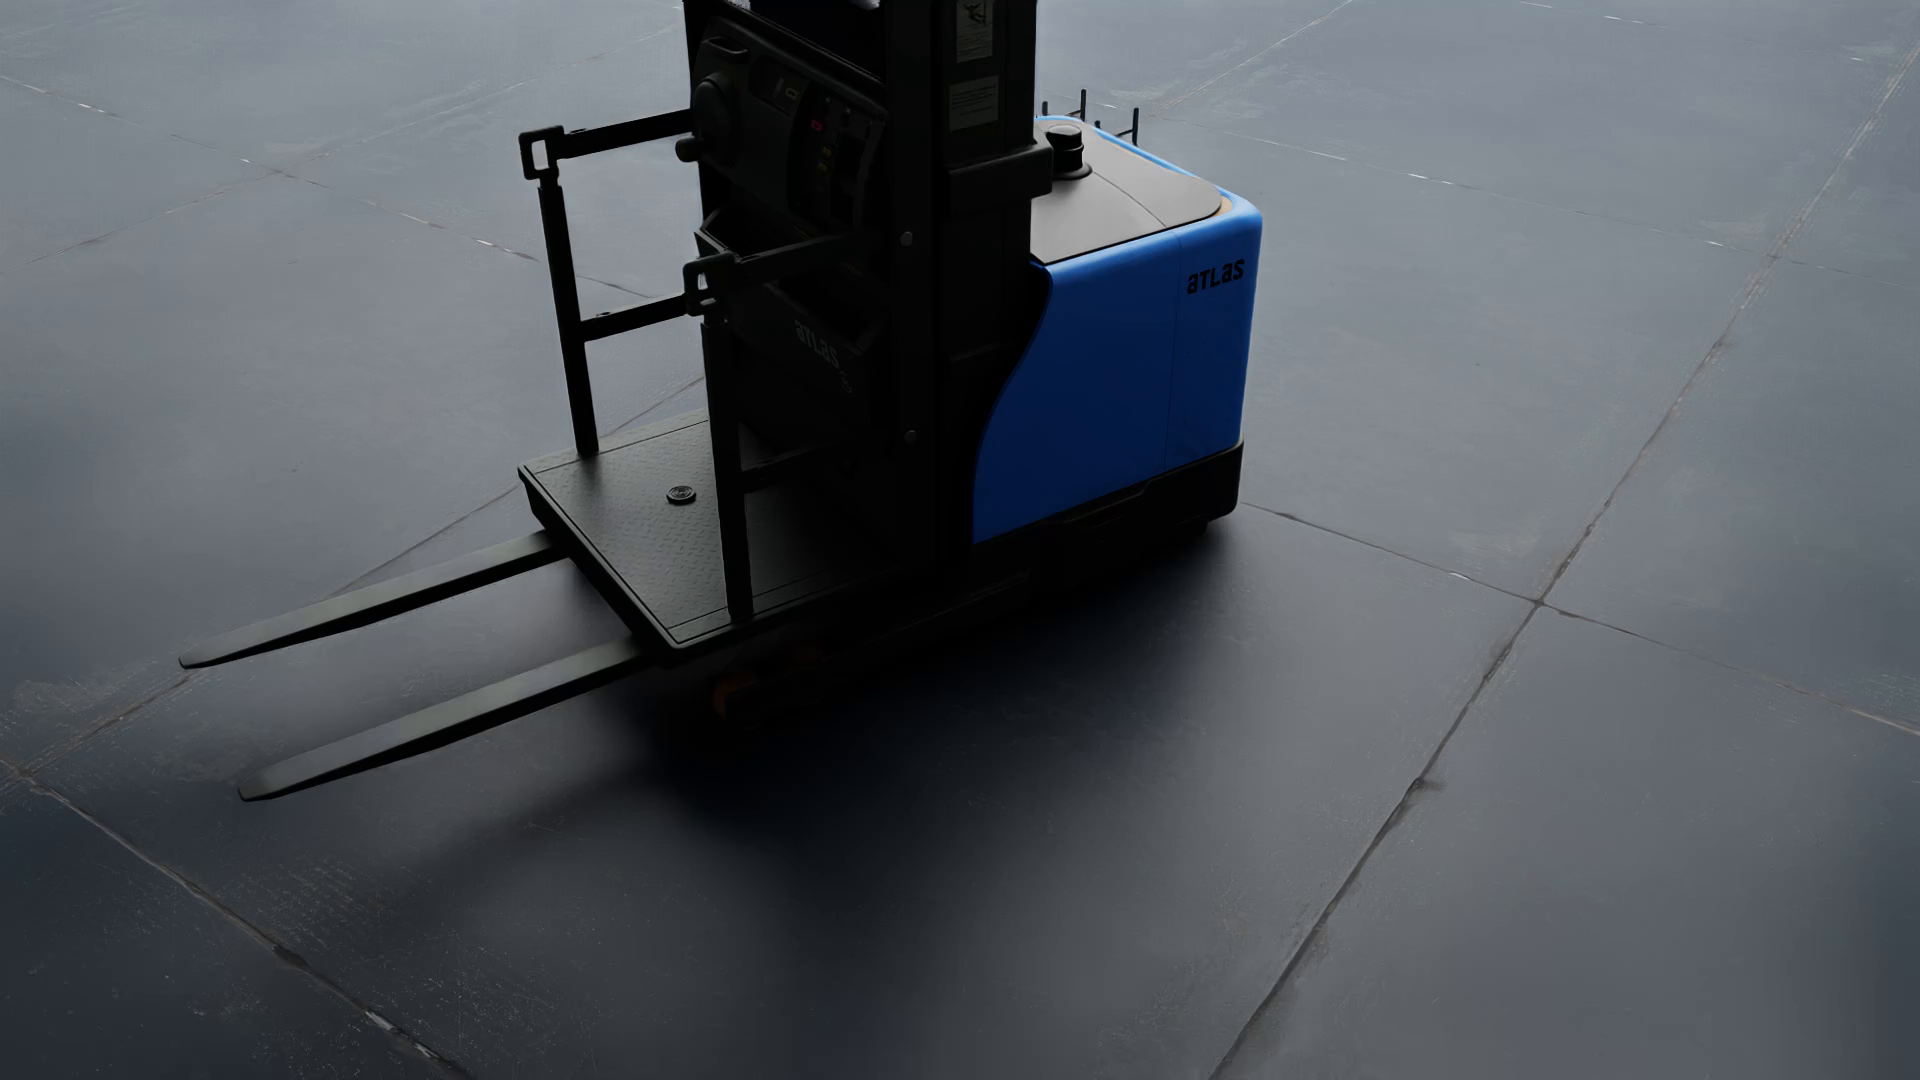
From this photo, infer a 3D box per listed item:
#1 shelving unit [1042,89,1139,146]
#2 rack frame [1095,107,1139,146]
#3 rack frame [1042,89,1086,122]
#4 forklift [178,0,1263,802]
[{"bbox_3d":[0.432,-1.007,5.801,0.215,1.050,0.252,-26,42,-33],"label":"shelving unit"},{"bbox_3d":[0.513,-0.955,5.726,0.200,1.050,0.008,-26,42,-33],"label":"rack frame"},{"bbox_3d":[0.351,-1.058,5.877,0.200,1.050,0.008,-26,42,-33],"label":"rack frame"},{"bbox_3d":[-0.625,-1.038,4.168,3.031,2.935,1.130,-21,39,-27],"label":"forklift"}]
